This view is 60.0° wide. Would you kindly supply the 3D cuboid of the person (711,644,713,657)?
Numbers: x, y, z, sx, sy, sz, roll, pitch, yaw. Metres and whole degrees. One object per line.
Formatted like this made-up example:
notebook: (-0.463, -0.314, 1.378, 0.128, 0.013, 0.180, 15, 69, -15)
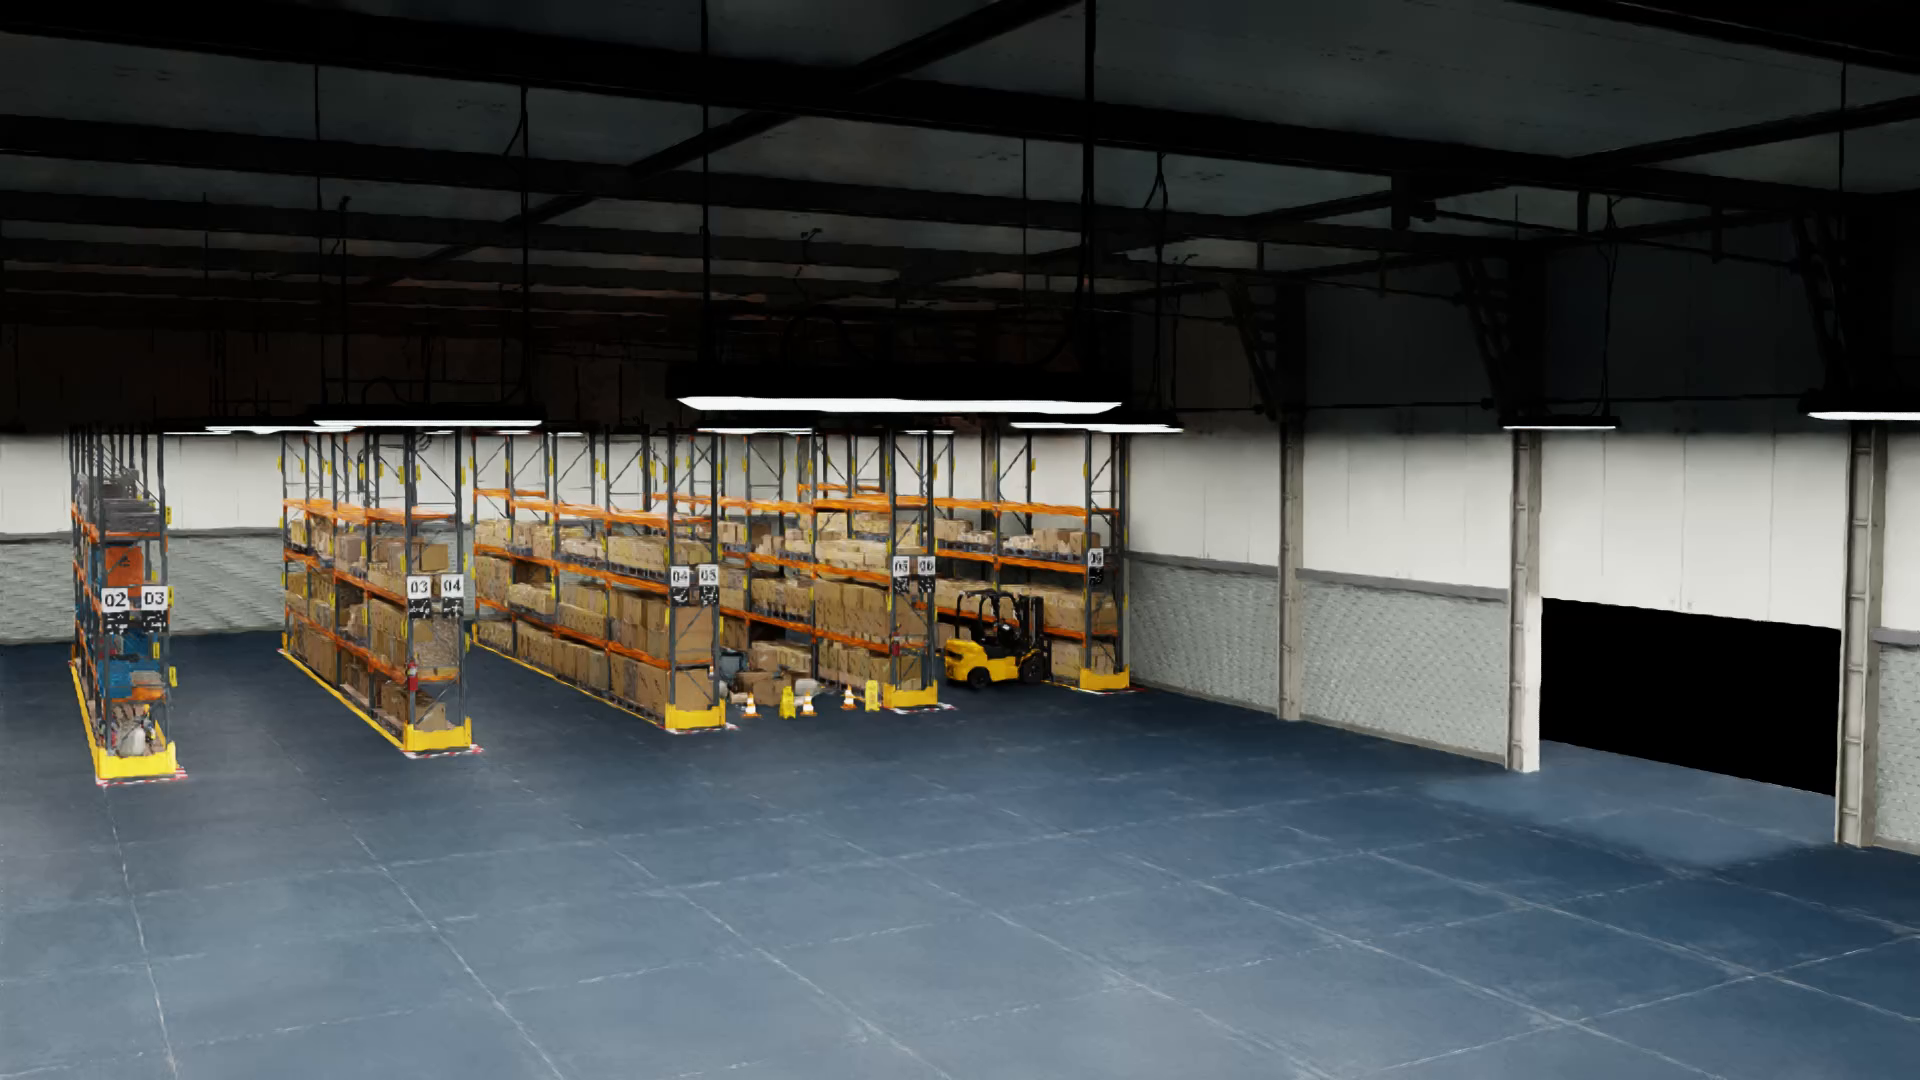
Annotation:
person: (-6.509, 2.247, 42.112, 0.586, 1.718, 0.639, 0, 4, -7)
